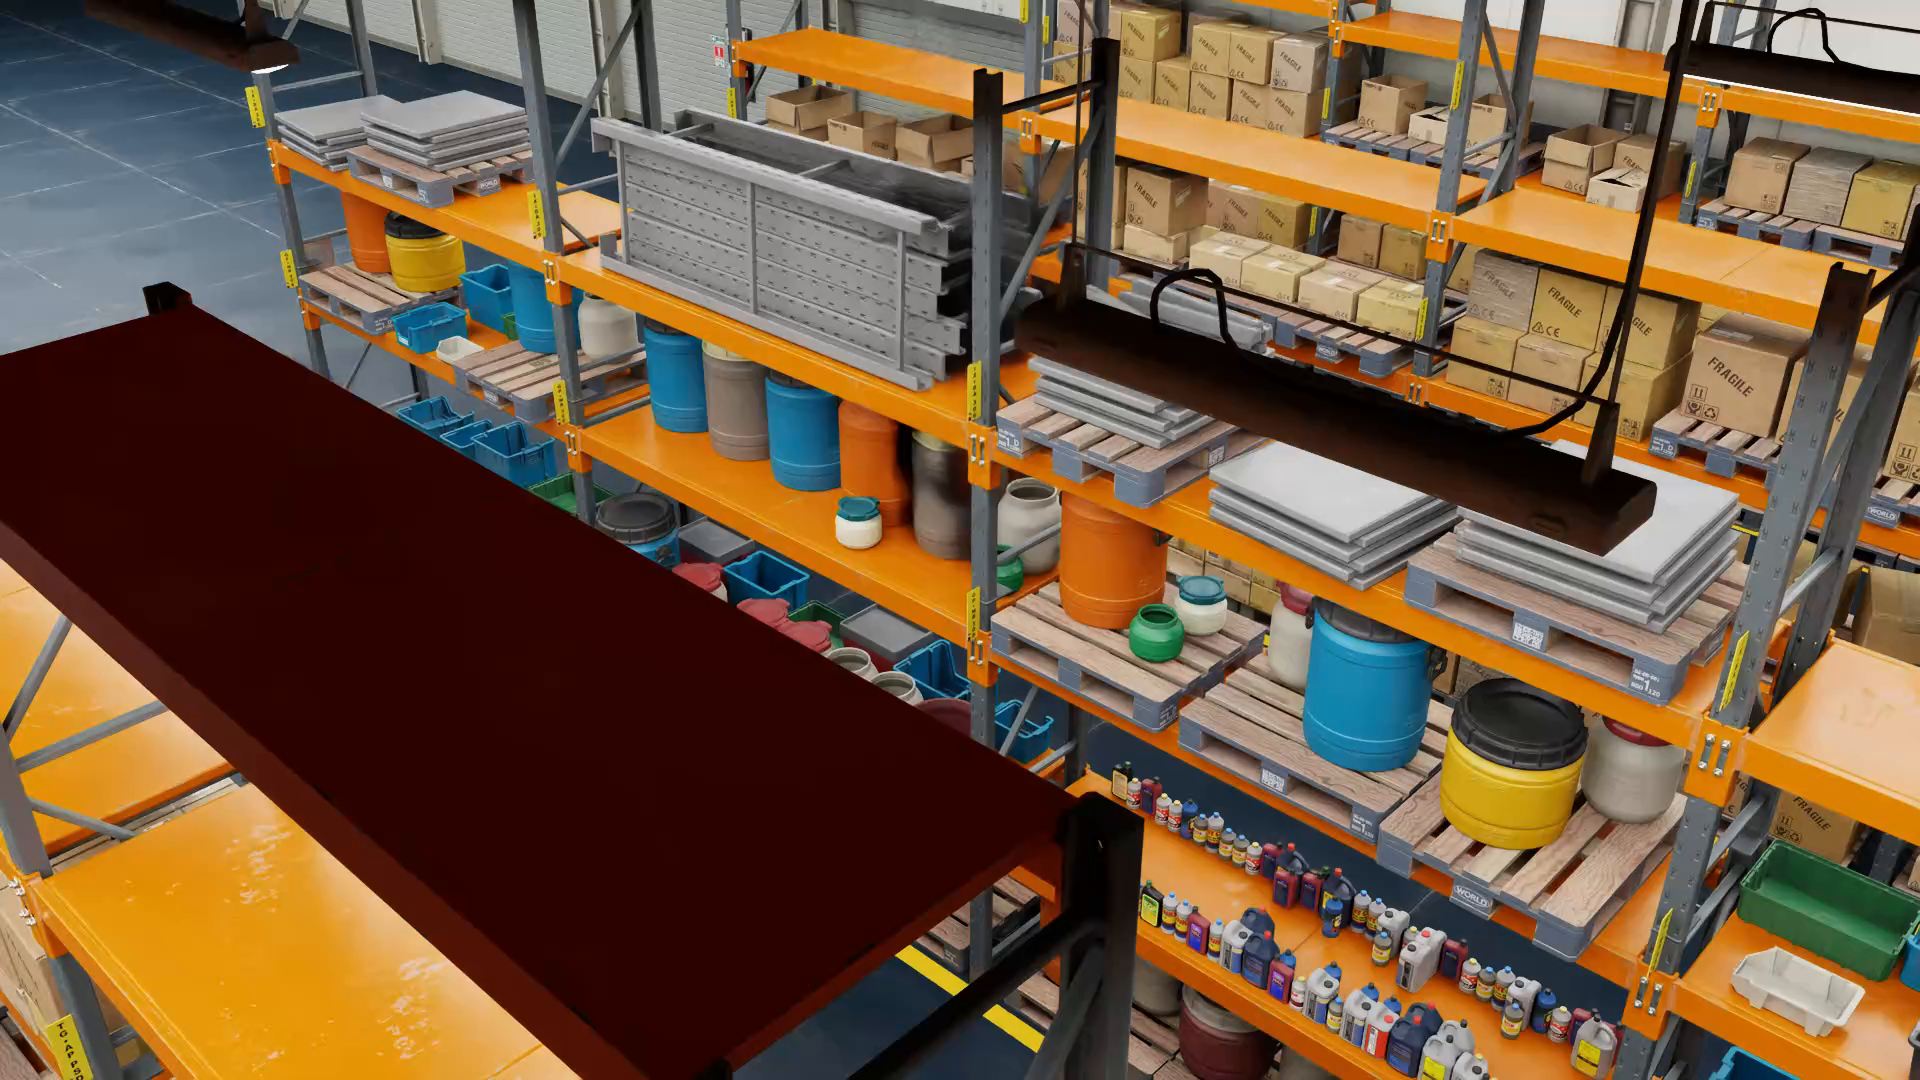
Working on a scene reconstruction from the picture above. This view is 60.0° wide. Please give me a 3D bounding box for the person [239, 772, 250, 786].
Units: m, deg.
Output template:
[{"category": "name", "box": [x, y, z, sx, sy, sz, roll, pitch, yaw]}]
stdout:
[{"category": "person", "box": [-4.924, 1.427, 11.878, 0.828, 1.828, 0.658, 19, 35, 31]}]
